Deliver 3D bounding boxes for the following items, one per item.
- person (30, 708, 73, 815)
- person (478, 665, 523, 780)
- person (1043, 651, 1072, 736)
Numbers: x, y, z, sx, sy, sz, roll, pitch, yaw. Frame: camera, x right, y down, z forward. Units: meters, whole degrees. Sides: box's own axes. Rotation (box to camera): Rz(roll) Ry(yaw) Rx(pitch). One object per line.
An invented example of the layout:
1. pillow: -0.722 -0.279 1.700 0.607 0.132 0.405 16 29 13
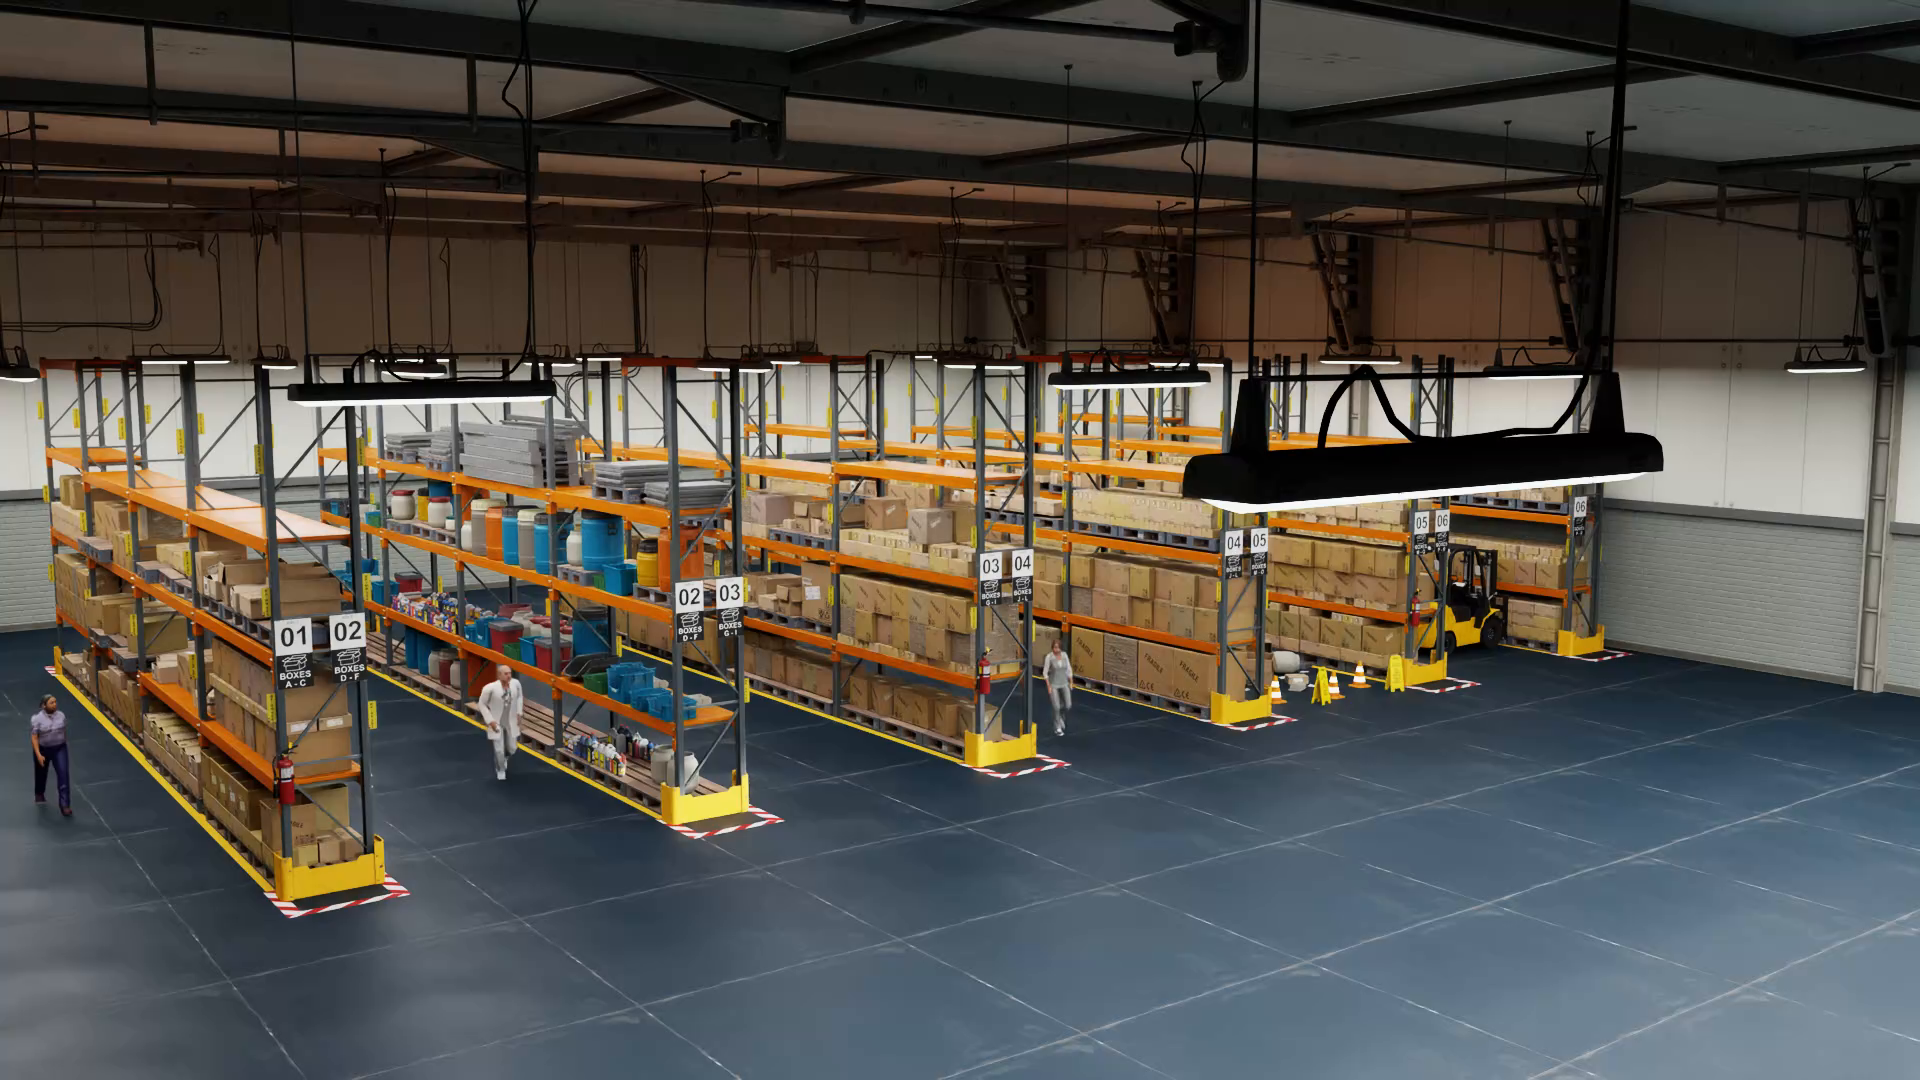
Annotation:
1. person: -12.248 2.940 22.372 0.450 1.395 1.043 -5 9 -36
2. person: -6.646 2.618 24.051 0.689 1.698 0.614 -4 8 -31
3. person: 1.572 2.459 26.750 0.489 1.365 0.455 -2 7 -14
